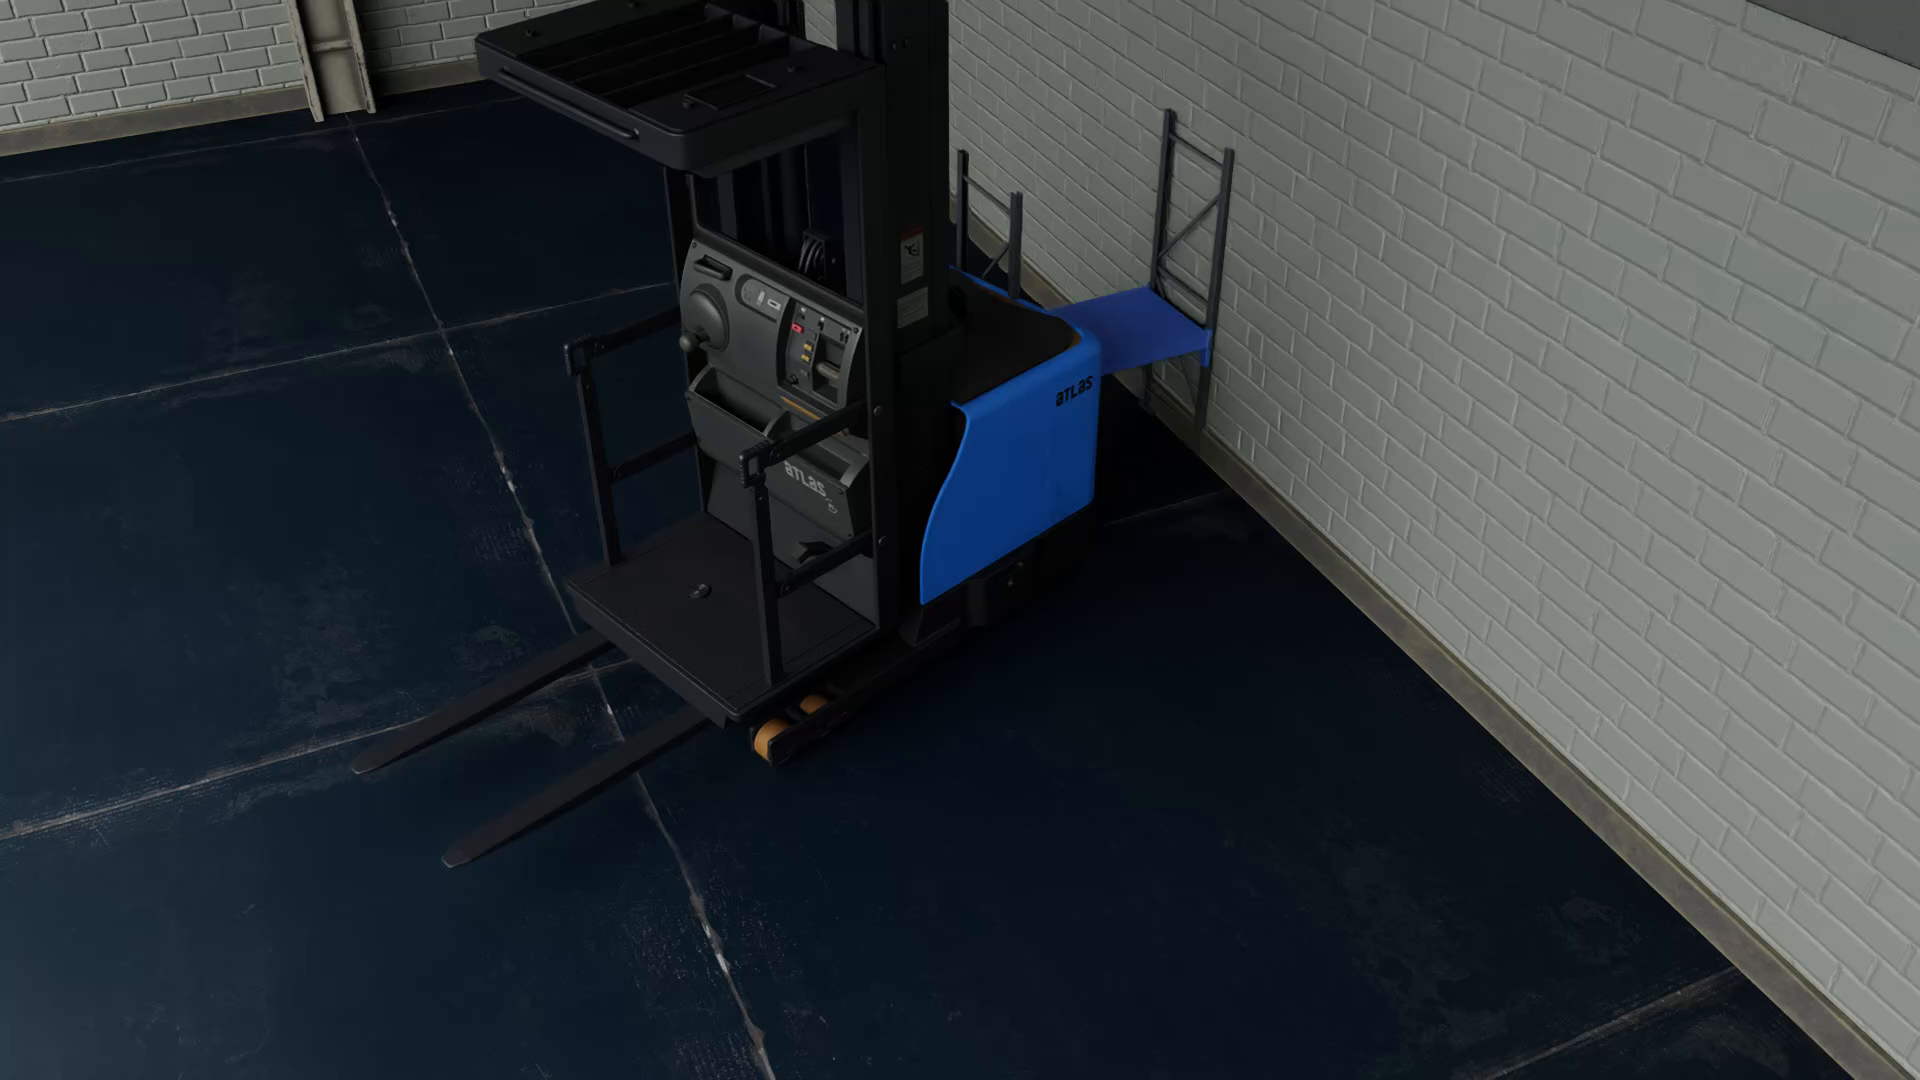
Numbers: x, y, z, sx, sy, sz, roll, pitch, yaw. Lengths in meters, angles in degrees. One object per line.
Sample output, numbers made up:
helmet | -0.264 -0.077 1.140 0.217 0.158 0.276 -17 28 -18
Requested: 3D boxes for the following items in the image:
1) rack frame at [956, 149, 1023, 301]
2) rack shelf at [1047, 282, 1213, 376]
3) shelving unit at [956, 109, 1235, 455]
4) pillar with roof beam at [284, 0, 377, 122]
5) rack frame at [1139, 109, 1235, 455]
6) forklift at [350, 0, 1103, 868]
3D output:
rack frame | 0.110 -0.873 7.124 0.032 1.500 0.500 -17 39 -22
rack shelf | 0.558 -0.861 7.423 1.000 0.185 0.538 -17 39 -22
shelving unit | 0.561 -1.007 7.318 1.048 1.500 0.538 -17 39 -22
pillar with roof beam | -2.305 -4.182 5.335 0.400 9.000 9.100 -16 39 -20
rack frame | 1.011 -1.141 7.511 0.032 1.500 0.500 -17 39 -22
forklift | -0.824 -0.702 5.736 3.031 2.935 1.130 -31 46 -34
